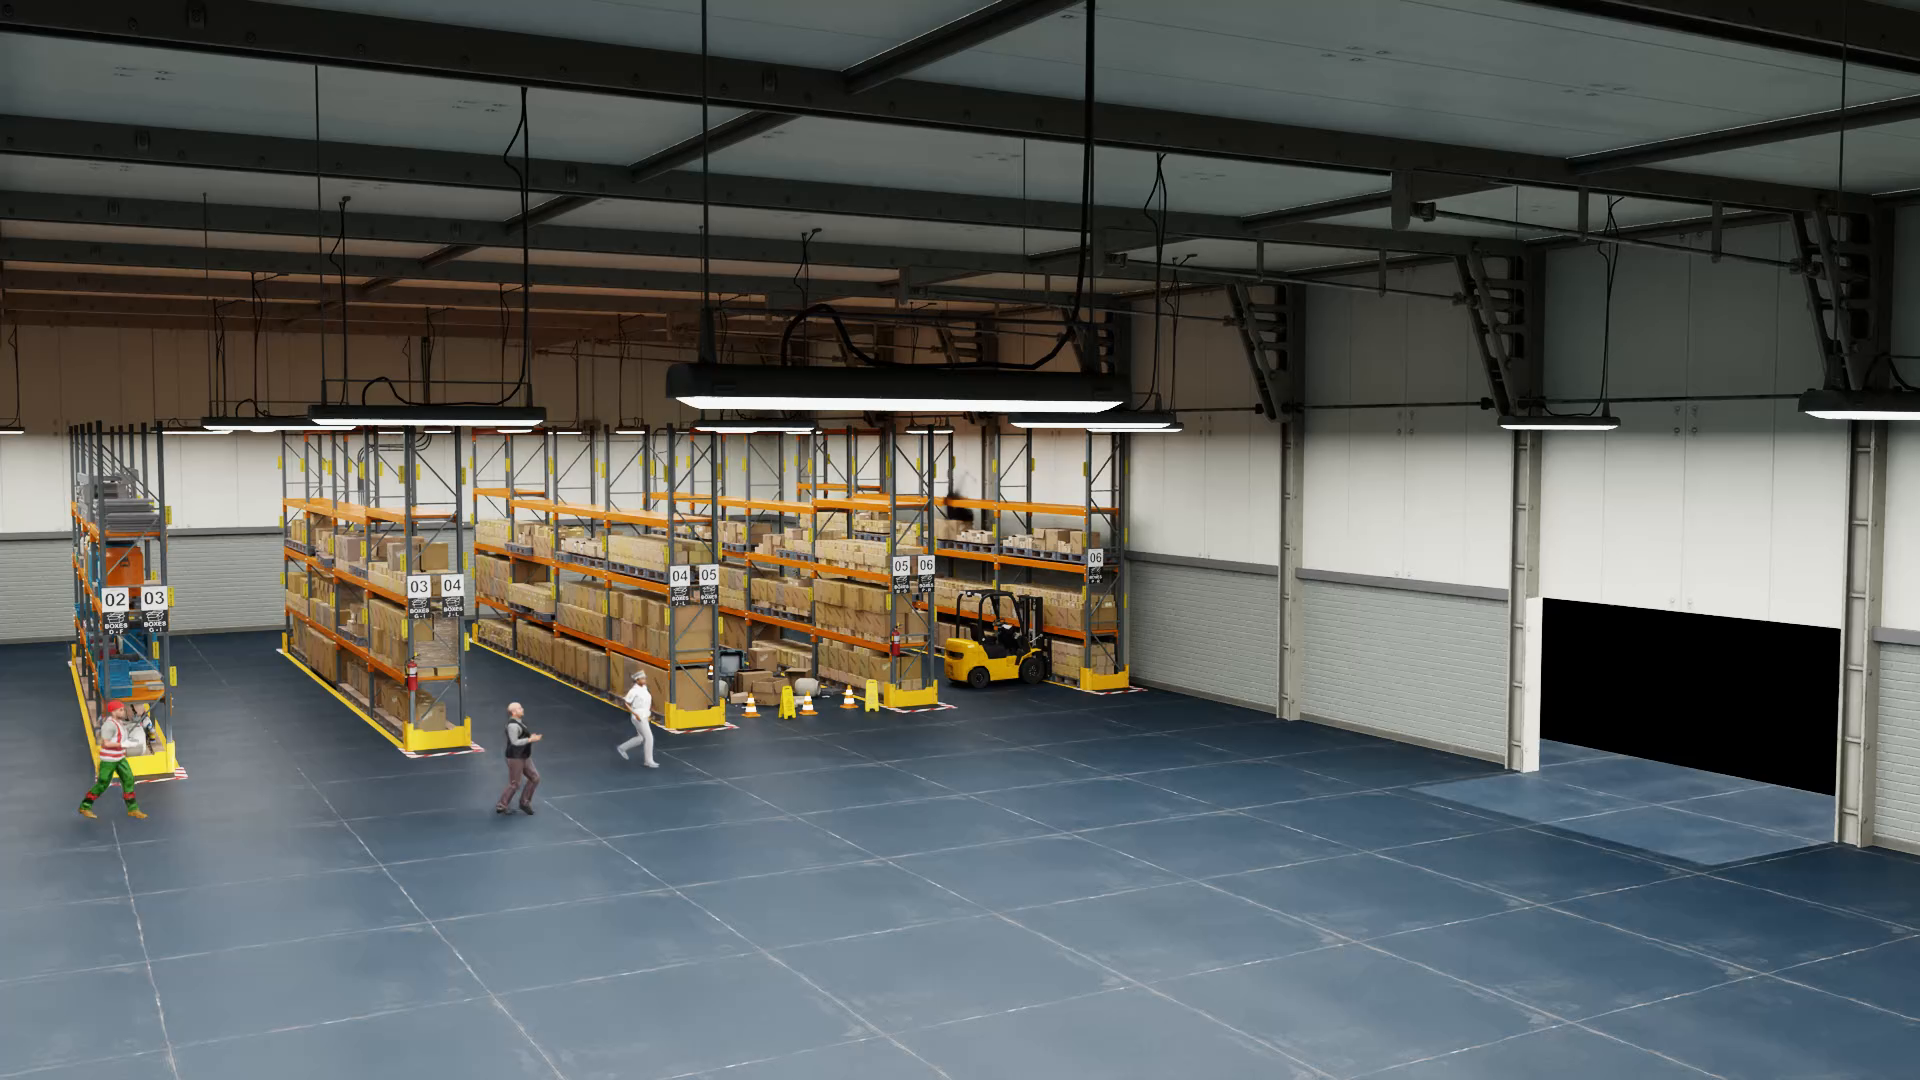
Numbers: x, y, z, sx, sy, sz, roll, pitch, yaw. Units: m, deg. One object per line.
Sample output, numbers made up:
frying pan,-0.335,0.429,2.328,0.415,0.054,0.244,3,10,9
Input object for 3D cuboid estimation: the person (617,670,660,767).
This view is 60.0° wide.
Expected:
person,-5.594,3.099,28.948,0.773,1.701,0.574,1,4,12

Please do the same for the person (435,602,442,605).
person,-14.594,2.099,46.037,0.558,1.589,0.845,0,4,-6

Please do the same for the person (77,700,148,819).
person,-12.638,3.281,24.748,0.952,1.803,0.613,0,4,-2

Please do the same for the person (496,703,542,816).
person,-6.629,3.321,25.027,0.711,1.760,0.637,0,4,-2
